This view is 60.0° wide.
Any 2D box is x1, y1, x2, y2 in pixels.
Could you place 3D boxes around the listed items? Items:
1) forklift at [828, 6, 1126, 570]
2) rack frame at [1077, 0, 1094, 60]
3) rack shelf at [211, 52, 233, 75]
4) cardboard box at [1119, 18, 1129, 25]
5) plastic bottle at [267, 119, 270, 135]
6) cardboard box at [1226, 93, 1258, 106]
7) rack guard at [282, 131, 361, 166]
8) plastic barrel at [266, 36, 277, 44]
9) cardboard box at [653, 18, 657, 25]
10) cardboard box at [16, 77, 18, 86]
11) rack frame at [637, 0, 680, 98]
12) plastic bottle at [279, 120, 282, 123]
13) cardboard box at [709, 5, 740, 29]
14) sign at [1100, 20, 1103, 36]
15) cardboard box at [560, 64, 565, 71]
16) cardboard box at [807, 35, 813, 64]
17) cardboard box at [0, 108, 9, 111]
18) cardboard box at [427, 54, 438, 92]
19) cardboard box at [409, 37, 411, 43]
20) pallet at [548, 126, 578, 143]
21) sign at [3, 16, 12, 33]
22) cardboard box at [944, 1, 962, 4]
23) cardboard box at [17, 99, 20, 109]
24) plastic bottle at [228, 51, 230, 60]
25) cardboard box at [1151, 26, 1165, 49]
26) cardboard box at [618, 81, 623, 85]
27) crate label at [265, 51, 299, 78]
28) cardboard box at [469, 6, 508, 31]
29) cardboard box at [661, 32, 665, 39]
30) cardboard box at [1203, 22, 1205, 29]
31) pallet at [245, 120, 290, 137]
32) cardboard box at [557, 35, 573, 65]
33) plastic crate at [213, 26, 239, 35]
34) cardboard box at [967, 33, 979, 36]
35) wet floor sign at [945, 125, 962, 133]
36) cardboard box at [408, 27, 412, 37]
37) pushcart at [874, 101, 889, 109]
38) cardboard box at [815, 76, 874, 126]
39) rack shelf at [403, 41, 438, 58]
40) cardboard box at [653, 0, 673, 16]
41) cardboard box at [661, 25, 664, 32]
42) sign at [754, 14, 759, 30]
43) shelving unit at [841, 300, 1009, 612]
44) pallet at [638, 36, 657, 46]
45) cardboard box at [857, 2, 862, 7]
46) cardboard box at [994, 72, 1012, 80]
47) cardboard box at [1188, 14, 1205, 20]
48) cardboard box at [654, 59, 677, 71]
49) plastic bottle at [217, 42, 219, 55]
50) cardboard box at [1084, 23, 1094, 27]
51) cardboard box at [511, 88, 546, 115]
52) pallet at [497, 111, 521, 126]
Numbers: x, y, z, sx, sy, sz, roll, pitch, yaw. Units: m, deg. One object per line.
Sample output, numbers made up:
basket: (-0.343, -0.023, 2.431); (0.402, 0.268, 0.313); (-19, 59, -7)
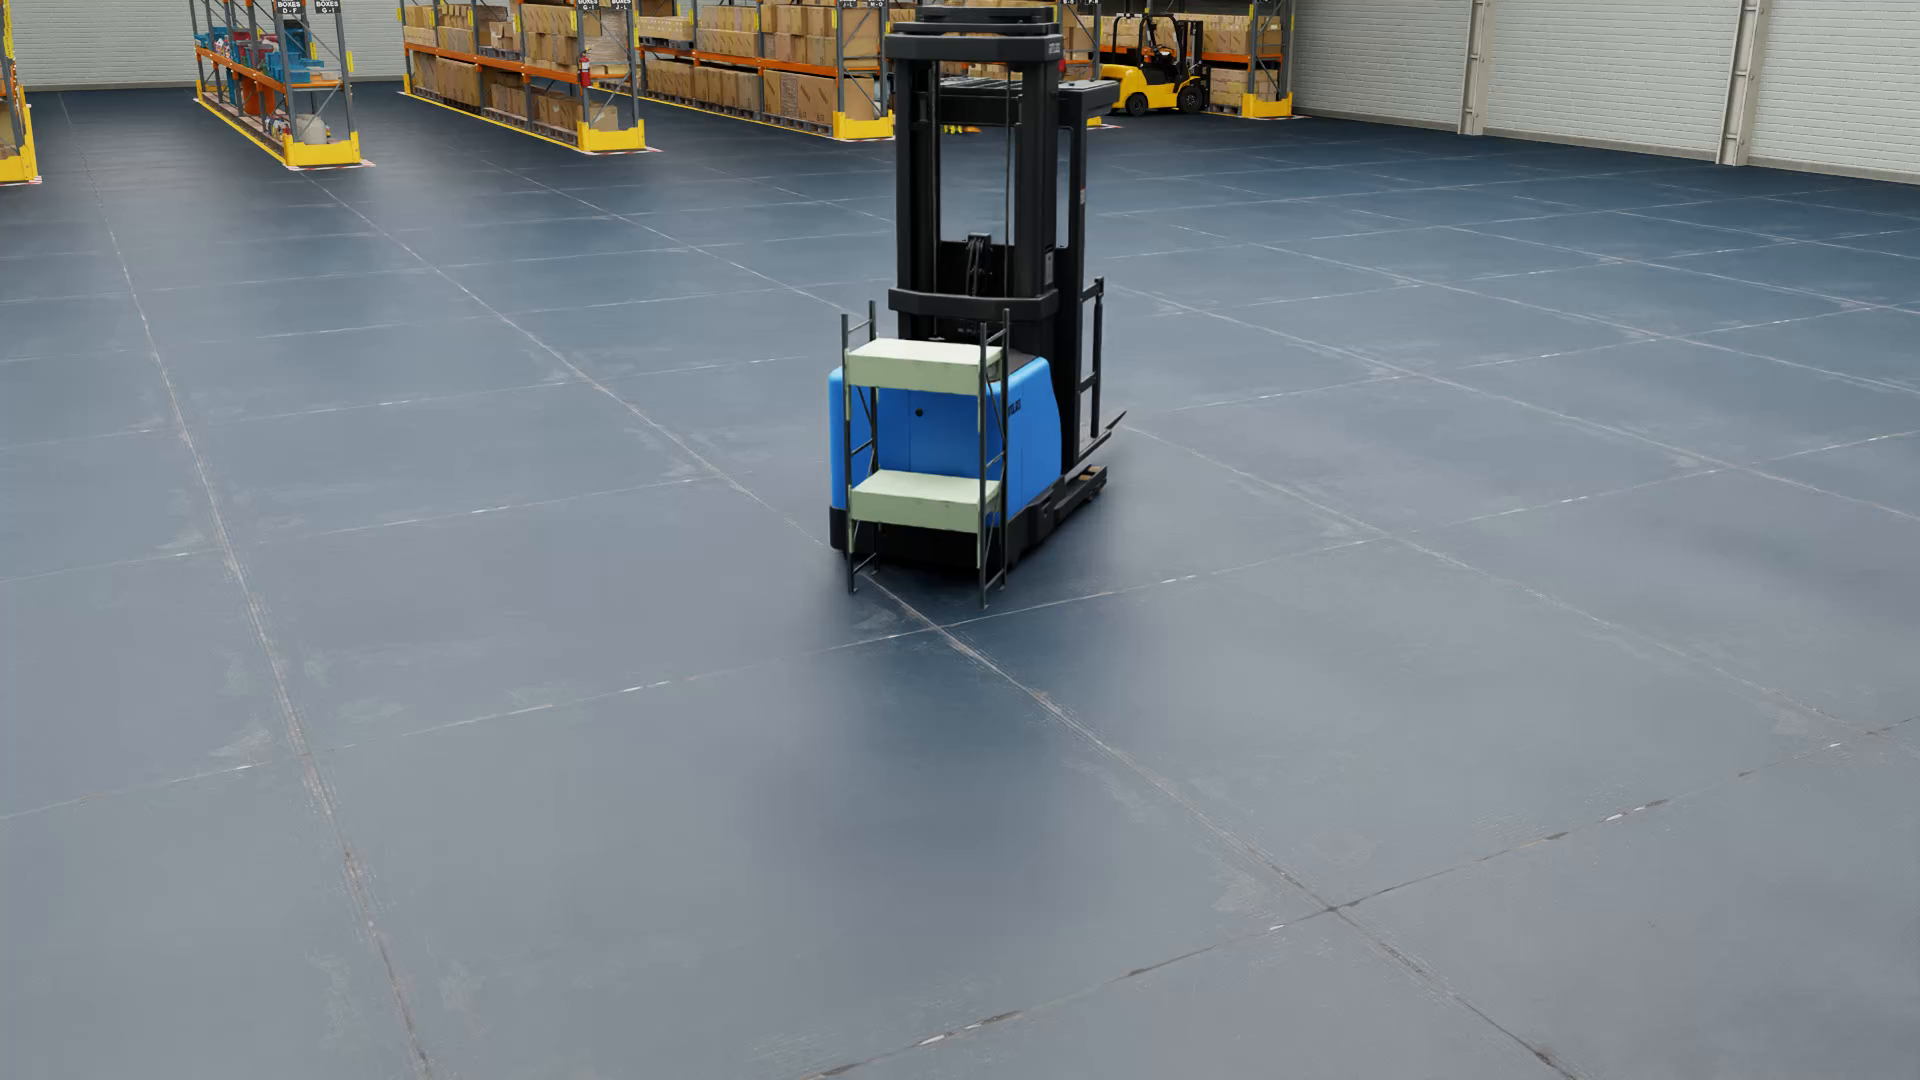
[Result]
forklift: (0.286, -1.669, 9.975); (1.130, 2.935, 3.031); (7, 20, 20)
rack frame: (2.989, -13.127, 43.075); (1.000, 3.000, 0.127); (-10, 21, -27)
rack shelf: (-15.408, -10.289, 35.953); (1.077, 0.370, 4.000); (-10, 21, -27)
cardboard box: (4.081, -12.601, 40.403); (0.380, 0.149, 0.250); (-11, 22, -28)
plastic bottle: (-12.615, -7.579, 30.498); (0.152, 0.276, 0.135); (-9, 21, -25)
cardboard box: (6.287, -9.815, 37.049); (0.500, 0.250, 0.500); (-10, 21, -26)
rack guard: (-10.736, -6.591, 27.967); (1.175, 0.500, 0.348); (-10, 21, -27)
plastic barrel: (-13.374, -9.614, 32.687); (0.433, 0.535, 0.433); (0, 19, 0)
cardboard box: (-7.188, -12.515, 40.132); (0.380, 0.149, 0.250); (-9, 21, -25)
cardboard box: (-22.143, -10.494, 38.601); (0.500, 0.500, 0.500); (-10, 21, -27)
rack frame: (-7.585, -12.710, 41.866); (1.000, 3.000, 0.127); (-10, 21, -27)
plastic bottle: (-12.365, -7.506, 30.293); (0.097, 0.271, 0.097); (0, 19, 0)
cardboard box: (-5.240, -11.806, 37.560); (0.700, 0.500, 0.500); (-10, 22, -27)
sign: (2.899, -10.554, 34.291); (0.100, 0.325, 0.005); (-10, 21, -27)
cardboard box: (-7.225, -8.813, 30.958); (0.380, 0.149, 0.250); (-10, 21, -27)
cardboard box: (-2.539, -9.770, 33.116); (0.875, 0.550, 0.550); (-10, 21, -27)
cardboard box: (-15.567, -6.719, 26.925); (0.500, 0.500, 0.500); (-10, 21, -27)
cardboard box: (-12.669, -11.625, 41.335); (0.875, 0.875, 0.875); (-10, 21, -27)
cardboard box: (-13.775, -12.700, 42.223); (0.380, 0.149, 0.250); (-11, 22, -28)
pallet: (-7.266, -7.818, 31.963); (1.003, 0.211, 1.213); (-10, 21, -27)
sign: (-18.332, -9.923, 32.015); (0.100, 0.325, 0.005); (-10, 21, -27)
cardboard box: (-0.119, -15.245, 47.838); (0.500, 0.500, 0.500); (-9, 21, -25)
cardboard box: (-18.353, -8.340, 31.915); (0.500, 0.311, 0.500); (-9, 21, -25)
plastic bottle: (-15.220, -10.141, 34.727); (0.097, 0.201, 0.097); (0, 19, 0)
cardboard box: (4.869, -11.858, 39.245); (0.500, 0.500, 0.500); (-11, 22, -28)
cardboard box: (-8.771, -12.067, 43.729); (0.380, 0.149, 0.250); (-10, 21, -27)
crate label: (-11.771, -8.262, 28.921); (0.502, 0.435, 0.616); (-10, 21, -27)
cardboard box: (-10.432, -11.556, 36.831); (0.797, 0.503, 0.637); (-9, 21, -25)
cardboard box: (-6.929, -12.081, 39.784); (0.380, 0.149, 0.250); (-9, 21, -25)
cardboard box: (5.707, -11.691, 37.765); (0.380, 0.149, 0.250); (-10, 21, -27)
pallet: (-13.549, -8.159, 32.951); (1.003, 0.211, 1.213); (-10, 21, -27)
cardboard box: (-6.880, -9.001, 30.507); (0.875, 0.500, 0.500); (-10, 21, -27)
plastic crate: (-17.933, -12.329, 40.617); (0.616, 0.435, 0.499); (-10, 21, -27)
cardboard box: (0.486, -11.227, 36.960); (0.500, 0.500, 0.500); (-10, 21, -27)
wet floor sign: (-0.131, -8.450, 33.131); (0.267, 0.644, 0.232); (-14, 24, -36)
cardboard box: (-13.655, -12.861, 42.077); (0.500, 0.250, 0.500); (-10, 22, -27)
pushcart: (-1.461, -9.602, 36.879); (0.936, 0.377, 1.648); (16, 25, 39)
cardboard box: (-2.267, -8.643, 32.695); (0.875, 0.875, 0.875); (-10, 21, -26)
rack shelf: (-12.948, -12.204, 41.504); (1.077, 0.370, 4.000); (-10, 21, -27)
cardboard box: (-7.585, -13.537, 42.122); (0.500, 0.500, 0.500); (-9, 21, -25)
cardboard box: (-6.936, -12.223, 39.741); (0.380, 0.149, 0.250); (-9, 21, -25)
sign: (-4.259, -10.836, 34.782); (0.100, 0.325, 0.005); (-10, 21, -27)
shelving unit: (-0.172, -0.439, 8.603); (0.755, 1.500, 0.431); (7, 20, 18)
pallet: (-7.350, -12.377, 41.196); (1.003, 0.211, 1.213); (-10, 21, -27)
cardboard box: (-2.334, -13.275, 41.816); (0.500, 0.500, 0.500); (-10, 21, -27)
cardboard box: (1.074, -9.950, 36.290); (0.500, 0.500, 0.500); (-9, 21, -24)
cardboard box: (5.460, -11.978, 38.142); (0.380, 0.149, 0.250); (-10, 21, -27)
cardboard box: (-7.212, -11.675, 40.907); (0.500, 0.250, 0.500); (-9, 21, -25)
plastic bottle: (-16.268, -10.808, 36.552); (0.097, 0.271, 0.097); (0, 19, 0)
cardboard box: (3.454, -12.830, 41.679); (0.500, 0.250, 0.500); (-11, 22, -28)
cardboard box: (-8.948, -9.180, 34.795); (0.700, 0.500, 0.500); (-12, 22, -31)
pallet: (-9.154, -8.930, 35.186); (1.003, 0.211, 1.213); (-10, 21, -27)
